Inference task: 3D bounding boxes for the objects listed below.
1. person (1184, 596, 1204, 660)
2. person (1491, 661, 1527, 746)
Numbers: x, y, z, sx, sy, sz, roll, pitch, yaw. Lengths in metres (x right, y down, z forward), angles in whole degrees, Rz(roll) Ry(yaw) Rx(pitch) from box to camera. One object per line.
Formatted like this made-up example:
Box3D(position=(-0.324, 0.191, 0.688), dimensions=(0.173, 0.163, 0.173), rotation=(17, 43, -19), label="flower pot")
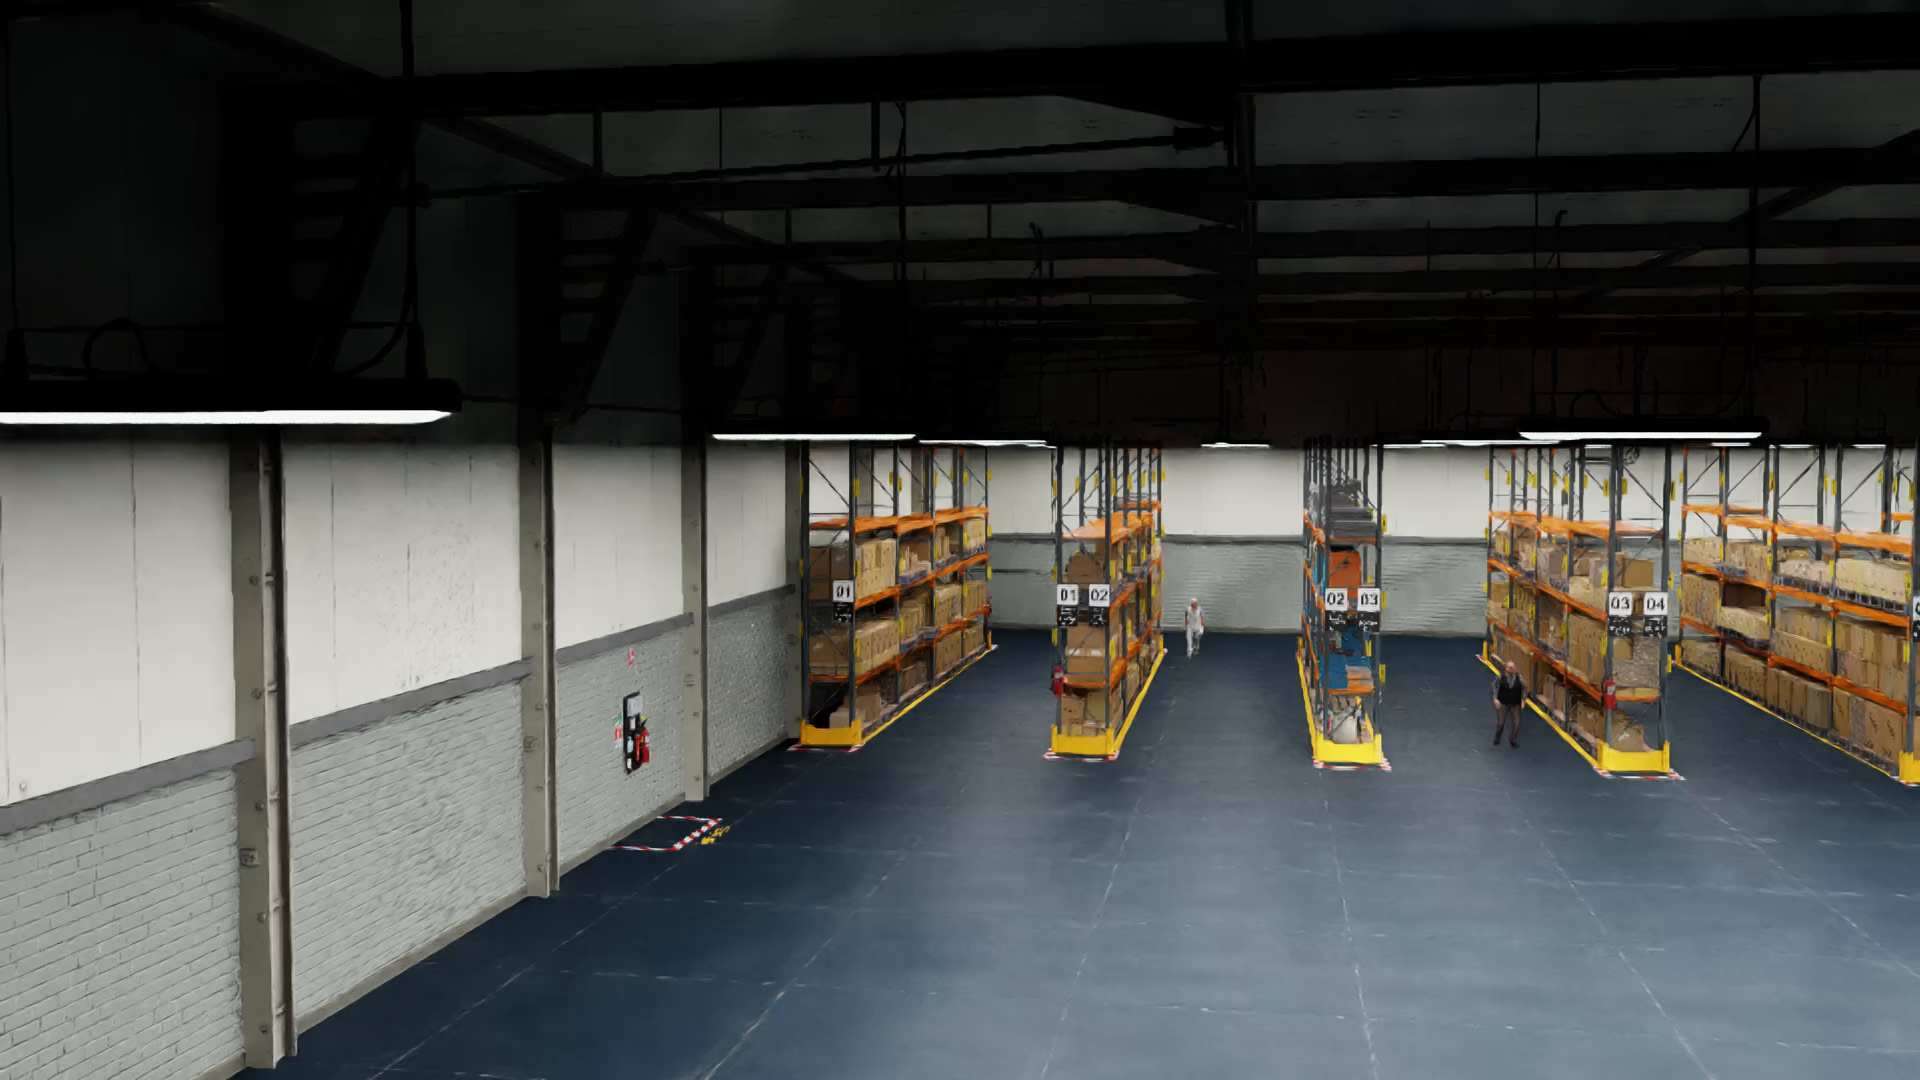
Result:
Box3D(position=(6.416, 2.392, 45.543), dimensions=(0.550, 1.709, 1.128), rotation=(0, 3, 8), label="person")
Box3D(position=(10.592, 3.157, 32.091), dimensions=(0.677, 1.674, 0.534), rotation=(1, 3, 9), label="person")
